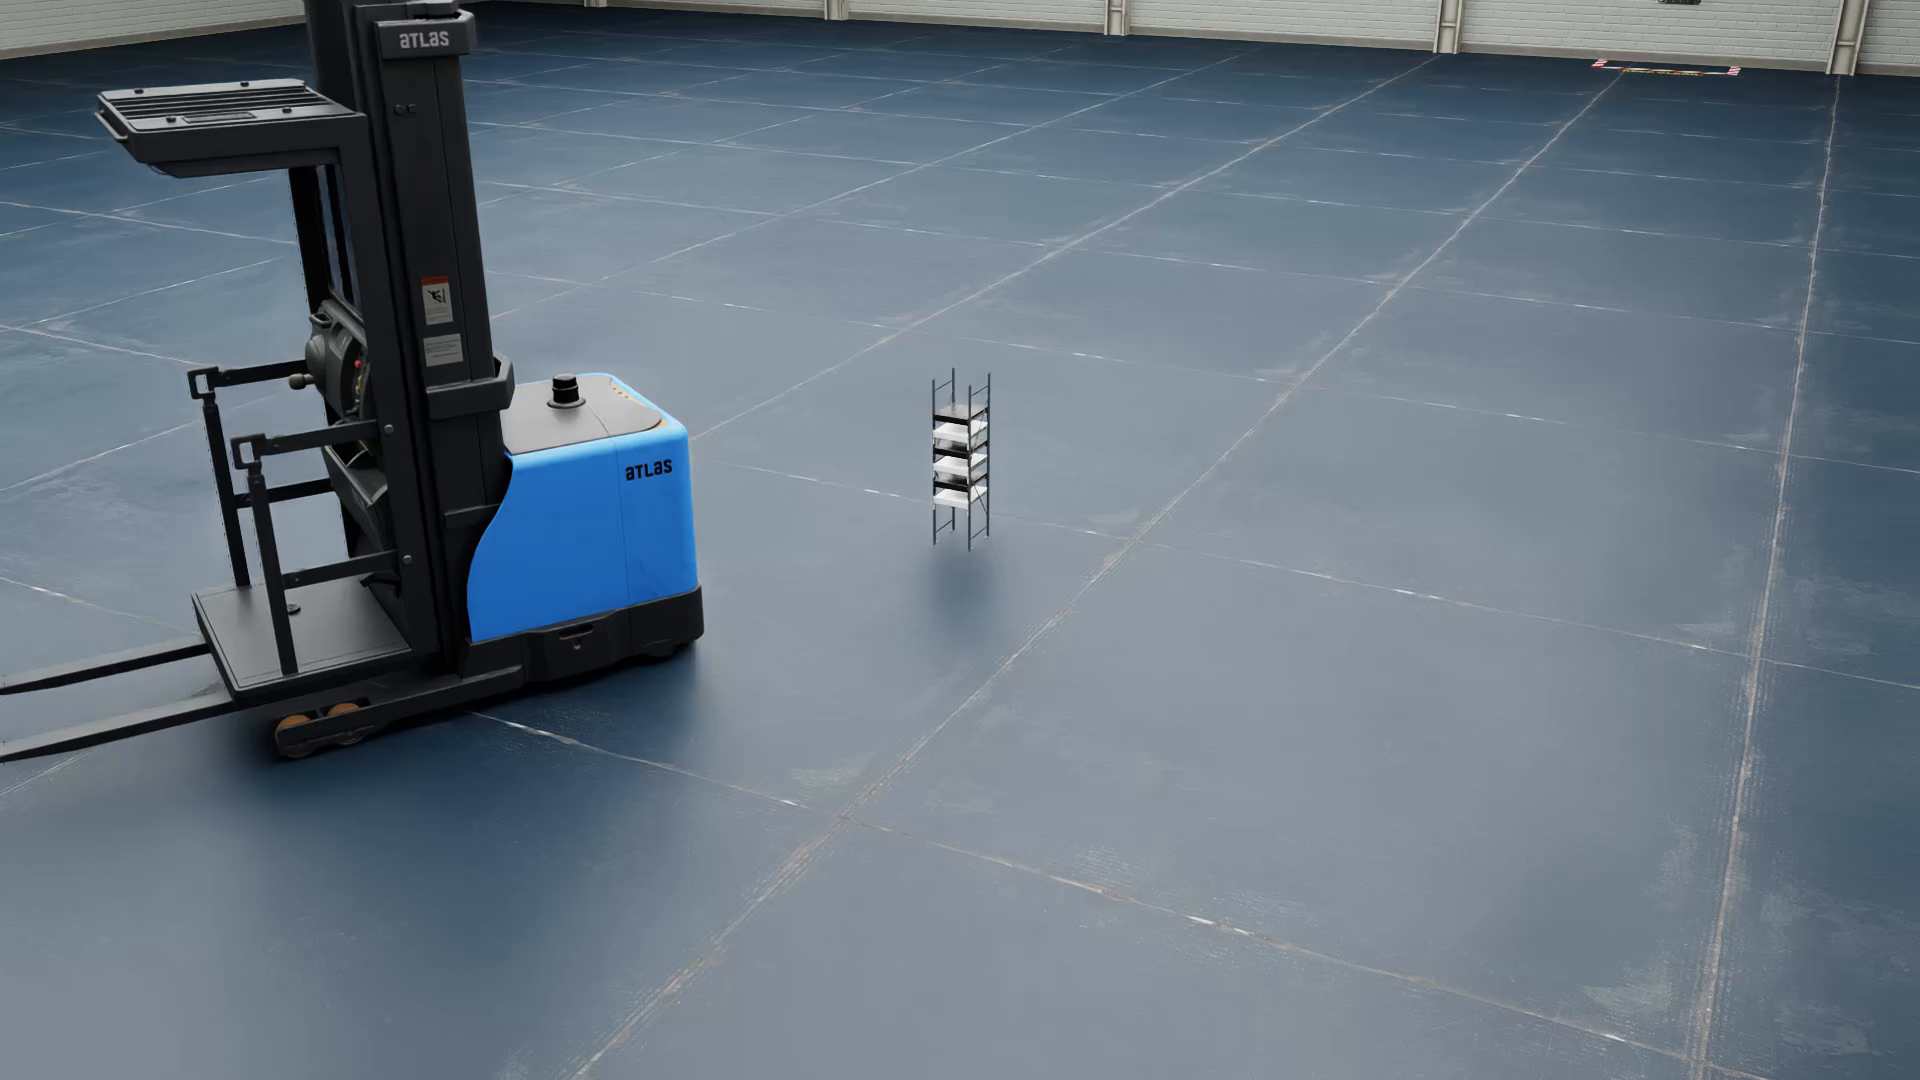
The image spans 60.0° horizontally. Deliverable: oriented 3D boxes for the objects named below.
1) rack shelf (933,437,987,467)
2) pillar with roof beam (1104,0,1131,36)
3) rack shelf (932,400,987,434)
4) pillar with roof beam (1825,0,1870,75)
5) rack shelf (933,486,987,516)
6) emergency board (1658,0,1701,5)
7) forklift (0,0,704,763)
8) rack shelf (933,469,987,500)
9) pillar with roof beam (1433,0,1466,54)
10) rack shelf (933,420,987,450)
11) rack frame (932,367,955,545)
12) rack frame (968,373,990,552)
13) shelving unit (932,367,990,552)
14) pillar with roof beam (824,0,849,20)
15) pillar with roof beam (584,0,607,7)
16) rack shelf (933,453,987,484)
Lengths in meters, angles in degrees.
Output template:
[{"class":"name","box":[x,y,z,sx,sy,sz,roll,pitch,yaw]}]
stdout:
[{"class":"rack shelf","box":[0.007,-0.465,8.548,0.200,0.077,0.258,11,25,25]},{"class":"pillar with roof beam","box":[0.957,-11.972,25.402,0.400,9.000,9.100,11,25,25]},{"class":"rack shelf","box":[0.007,-0.630,8.478,0.200,0.077,0.258,11,25,25]},{"class":"pillar with roof beam","box":[11.666,-9.853,20.419,0.400,9.000,9.100,11,25,25]},{"class":"rack shelf","box":[0.007,-0.216,8.654,0.200,0.077,0.258,11,25,25]},{"class":"emergency board","box":[11.421,-9.053,26.205,0.626,1.169,0.157,11,25,25]},{"class":"forklift","box":[-2.690,-0.709,6.673,3.031,2.935,1.130,-14,27,-29]},{"class":"rack shelf","box":[0.007,-0.299,8.619,0.200,0.077,0.258,11,25,25]},{"class":"pillar with roof beam","box":[6.312,-10.912,22.910,0.400,9.000,9.100,11,25,25]},{"class":"rack shelf","box":[0.007,-0.548,8.513,0.200,0.077,0.258,11,25,25]},{"class":"rack frame","box":[-0.083,-0.431,8.613,0.006,0.900,0.240,11,25,25]},{"class":"rack frame","box":[0.098,-0.395,8.528,0.006,0.900,0.240,11,25,25]},{"class":"shelving unit","box":[0.007,-0.413,8.571,0.210,0.900,0.258,11,25,25]},{"class":"pillar with roof beam","box":[-4.398,-13.031,27.893,0.400,9.000,9.100,11,25,25]},{"class":"pillar with roof beam","box":[-9.752,-14.090,30.384,0.400,9.000,9.100,11,25,25]},{"class":"rack shelf","box":[0.007,-0.382,8.584,0.200,0.077,0.258,11,25,25]}]
